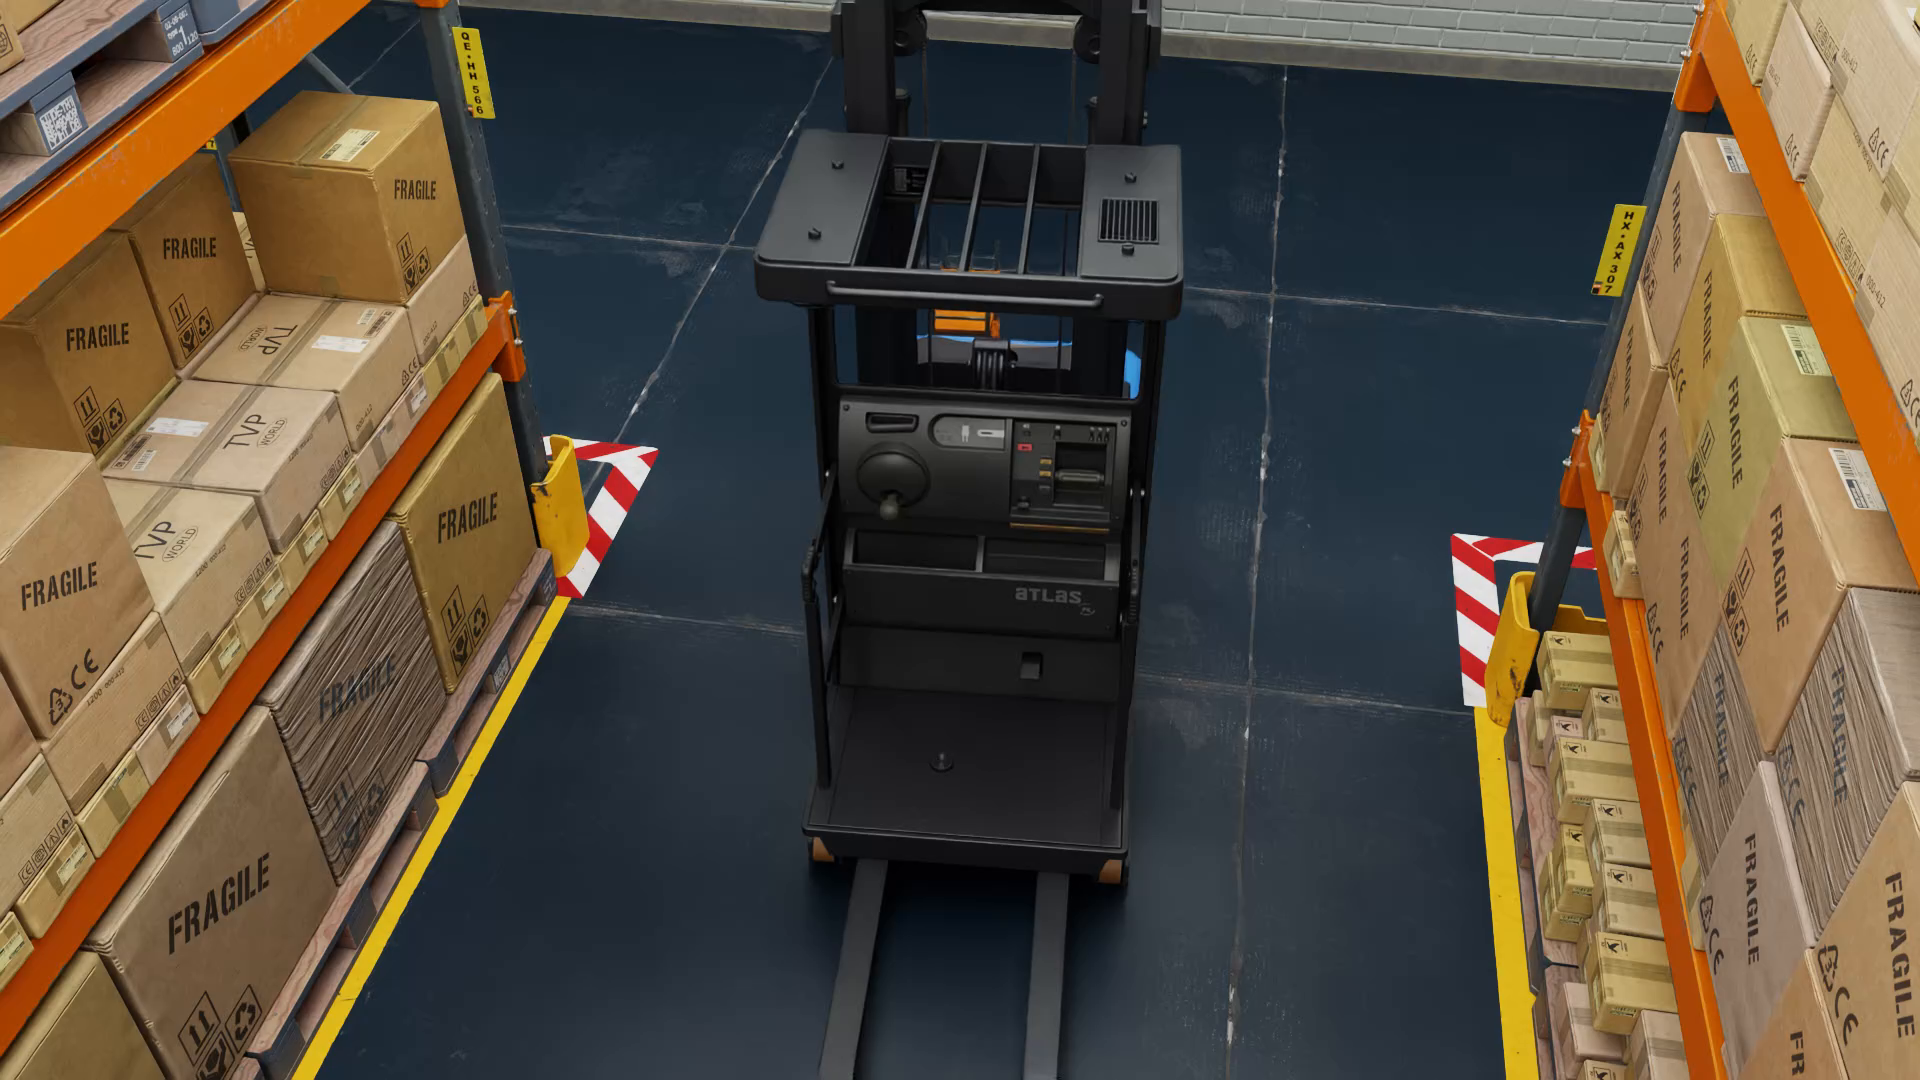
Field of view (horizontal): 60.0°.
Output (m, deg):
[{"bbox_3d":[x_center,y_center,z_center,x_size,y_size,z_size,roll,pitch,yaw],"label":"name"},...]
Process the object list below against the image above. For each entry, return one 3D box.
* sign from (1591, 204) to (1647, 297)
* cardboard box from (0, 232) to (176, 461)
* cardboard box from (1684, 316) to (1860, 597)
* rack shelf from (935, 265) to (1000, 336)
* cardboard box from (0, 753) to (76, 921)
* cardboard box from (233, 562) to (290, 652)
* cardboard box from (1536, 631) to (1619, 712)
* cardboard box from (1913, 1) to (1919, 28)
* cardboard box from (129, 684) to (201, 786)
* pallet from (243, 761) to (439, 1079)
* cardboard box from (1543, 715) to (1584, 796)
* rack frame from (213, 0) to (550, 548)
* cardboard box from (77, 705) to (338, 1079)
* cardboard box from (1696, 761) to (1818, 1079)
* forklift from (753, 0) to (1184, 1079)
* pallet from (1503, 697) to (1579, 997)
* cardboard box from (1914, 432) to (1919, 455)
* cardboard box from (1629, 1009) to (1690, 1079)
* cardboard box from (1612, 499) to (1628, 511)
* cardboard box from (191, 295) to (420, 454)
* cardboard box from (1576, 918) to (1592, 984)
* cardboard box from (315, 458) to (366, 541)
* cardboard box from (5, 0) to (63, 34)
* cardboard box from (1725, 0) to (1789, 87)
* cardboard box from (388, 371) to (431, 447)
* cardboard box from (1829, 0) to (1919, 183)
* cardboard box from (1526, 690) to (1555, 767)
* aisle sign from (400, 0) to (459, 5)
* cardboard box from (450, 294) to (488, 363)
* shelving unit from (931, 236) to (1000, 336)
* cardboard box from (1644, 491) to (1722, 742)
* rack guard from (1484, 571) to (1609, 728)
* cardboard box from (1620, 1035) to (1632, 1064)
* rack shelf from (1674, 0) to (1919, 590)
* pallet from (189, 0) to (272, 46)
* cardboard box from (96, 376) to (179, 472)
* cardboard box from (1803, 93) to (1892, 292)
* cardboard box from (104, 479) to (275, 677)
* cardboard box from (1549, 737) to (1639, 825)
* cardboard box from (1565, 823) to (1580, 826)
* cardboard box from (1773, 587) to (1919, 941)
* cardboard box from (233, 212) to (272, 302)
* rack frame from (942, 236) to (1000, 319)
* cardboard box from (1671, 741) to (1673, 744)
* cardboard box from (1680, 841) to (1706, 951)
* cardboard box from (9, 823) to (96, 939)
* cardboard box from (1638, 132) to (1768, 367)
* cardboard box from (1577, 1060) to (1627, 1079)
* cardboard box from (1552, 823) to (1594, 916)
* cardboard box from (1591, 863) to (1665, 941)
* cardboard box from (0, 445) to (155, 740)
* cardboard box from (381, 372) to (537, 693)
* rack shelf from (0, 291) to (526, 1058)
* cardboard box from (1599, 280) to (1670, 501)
[{"bbox_3d":[2.117,-0.927,5.338,0.100,0.325,0.005,6,40,8],"label":"sign"},{"bbox_3d":[-2.736,-0.579,4.892,0.500,0.500,0.500,5,40,6],"label":"cardboard box"},{"bbox_3d":[2.119,-0.178,4.015,0.500,0.500,0.500,6,40,7],"label":"cardboard box"},{"bbox_3d":[0.023,-0.937,6.824,0.258,0.148,0.480,3,40,4],"label":"rack shelf"},{"bbox_3d":[-2.478,0.732,3.895,0.500,0.250,0.500,6,40,7],"label":"cardboard box"},{"bbox_3d":[-2.218,0.172,4.885,0.380,0.149,0.250,7,40,9],"label":"cardboard box"},{"bbox_3d":[2.226,0.465,5.774,0.380,0.149,0.250,5,40,6],"label":"cardboard box"},{"bbox_3d":[2.068,-0.999,3.162,0.380,0.149,0.250,8,40,9],"label":"cardboard box"},{"bbox_3d":[-2.306,0.501,4.487,0.380,0.149,0.250,7,40,8],"label":"cardboard box"},{"bbox_3d":[-2.491,1.205,5.627,1.003,0.211,1.213,6,40,8],"label":"pallet"},{"bbox_3d":[2.205,0.755,5.657,0.380,0.149,0.250,6,40,7],"label":"cardboard box"},{"bbox_3d":[-2.216,-1.144,6.279,1.000,3.000,0.127,6,40,8],"label":"rack frame"},{"bbox_3d":[-2.560,1.053,4.960,0.875,0.875,0.875,6,40,8],"label":"cardboard box"},{"bbox_3d":[1.943,0.851,3.554,0.500,0.500,0.500,6,40,7],"label":"cardboard box"},{"bbox_3d":[0.057,-0.163,5.147,1.130,2.935,3.031,4,40,4],"label":"forklift"},{"bbox_3d":[2.463,1.095,5.760,1.003,0.211,1.213,6,40,8],"label":"pallet"},{"bbox_3d":[1.963,-0.090,2.769,0.500,0.250,0.500,6,40,7],"label":"cardboard box"},{"bbox_3d":[2.069,1.462,4.569,0.380,0.149,0.250,6,40,8],"label":"cardboard box"},{"bbox_3d":[2.269,-0.105,5.220,0.380,0.149,0.250,8,40,9],"label":"cardboard box"},{"bbox_3d":[-2.127,-0.549,5.444,0.500,0.250,0.500,6,40,7],"label":"cardboard box"},{"bbox_3d":[2.142,1.346,5.176,0.380,0.149,0.250,6,40,8],"label":"cardboard box"},{"bbox_3d":[-2.129,-0.146,5.270,0.380,0.149,0.250,6,40,7],"label":"cardboard box"},{"bbox_3d":[-2.511,-1.537,3.914,0.700,0.500,0.500,4,40,5],"label":"cardboard box"},{"bbox_3d":[2.322,-1.378,4.327,0.500,0.250,0.500,8,40,9],"label":"cardboard box"},{"bbox_3d":[-2.042,-0.466,5.656,0.380,0.149,0.250,6,40,8],"label":"cardboard box"},{"bbox_3d":[2.131,-0.934,3.397,0.500,0.250,0.500,7,40,8],"label":"cardboard box"},{"bbox_3d":[2.245,0.697,5.961,0.380,0.149,0.250,7,40,9],"label":"cardboard box"},{"bbox_3d":[-1.908,-2.158,5.466,0.394,0.787,0.004,6,40,8],"label":"aisle sign"},{"bbox_3d":[-1.954,-0.787,6.045,0.380,0.149,0.250,7,40,9],"label":"cardboard box"},{"bbox_3d":[0.023,-0.634,7.075,0.258,1.200,0.503,3,40,4],"label":"shelving unit"},{"bbox_3d":[2.137,0.209,4.331,0.500,0.500,0.500,7,40,8],"label":"cardboard box"},{"bbox_3d":[2.638,0.478,6.280,1.175,0.500,0.348,6,40,8],"label":"rack guard"},{"bbox_3d":[2.140,1.419,4.854,0.380,0.149,0.250,8,40,10],"label":"cardboard box"},{"bbox_3d":[2.305,-0.157,3.297,1.077,0.370,4.000,6,40,8],"label":"rack shelf"},{"bbox_3d":[-2.334,-1.799,4.787,1.003,0.211,1.213,6,40,8],"label":"pallet"},{"bbox_3d":[-2.739,-0.287,5.128,0.500,0.250,0.500,5,40,6],"label":"cardboard box"},{"bbox_3d":[2.150,-0.723,3.535,0.500,0.250,0.500,5,40,6],"label":"cardboard box"},{"bbox_3d":[-2.301,0.098,4.662,0.500,0.250,0.500,6,40,8],"label":"cardboard box"},{"bbox_3d":[2.127,0.796,5.374,0.380,0.149,0.250,6,40,8],"label":"cardboard box"},{"bbox_3d":[2.245,1.027,5.562,0.380,0.149,0.250,7,40,8],"label":"cardboard box"},{"bbox_3d":[1.961,0.469,3.232,0.500,0.500,0.500,7,40,9],"label":"cardboard box"},{"bbox_3d":[-2.565,-0.929,5.904,0.500,0.250,0.500,5,40,6],"label":"cardboard box"},{"bbox_3d":[0.045,-0.788,7.262,0.240,1.200,0.015,3,40,4],"label":"rack frame"},{"bbox_3d":[2.118,0.555,4.422,0.380,0.149,0.250,6,40,7],"label":"cardboard box"},{"bbox_3d":[1.978,0.879,4.029,0.380,0.149,0.250,7,40,9],"label":"cardboard box"},{"bbox_3d":[-2.395,0.819,4.103,0.380,0.149,0.250,5,40,6],"label":"cardboard box"},{"bbox_3d":[2.312,-0.820,4.791,0.500,0.500,0.500,6,40,7],"label":"cardboard box"},{"bbox_3d":[1.991,1.669,4.785,0.380,0.149,0.250,6,40,8],"label":"cardboard box"},{"bbox_3d":[2.098,1.067,5.279,0.380,0.149,0.250,8,40,9],"label":"cardboard box"},{"bbox_3d":[2.108,1.134,4.966,0.380,0.149,0.250,8,40,9],"label":"cardboard box"},{"bbox_3d":[-2.396,0.113,4.055,0.500,0.500,0.500,5,40,6],"label":"cardboard box"},{"bbox_3d":[-2.248,-0.076,6.326,0.875,0.875,0.875,6,40,8],"label":"cardboard box"},{"bbox_3d":[-2.562,0.389,4.991,1.077,0.370,4.000,6,40,8],"label":"rack shelf"},{"bbox_3d":[2.302,-0.435,5.111,0.500,0.500,0.500,8,40,10],"label":"cardboard box"}]
